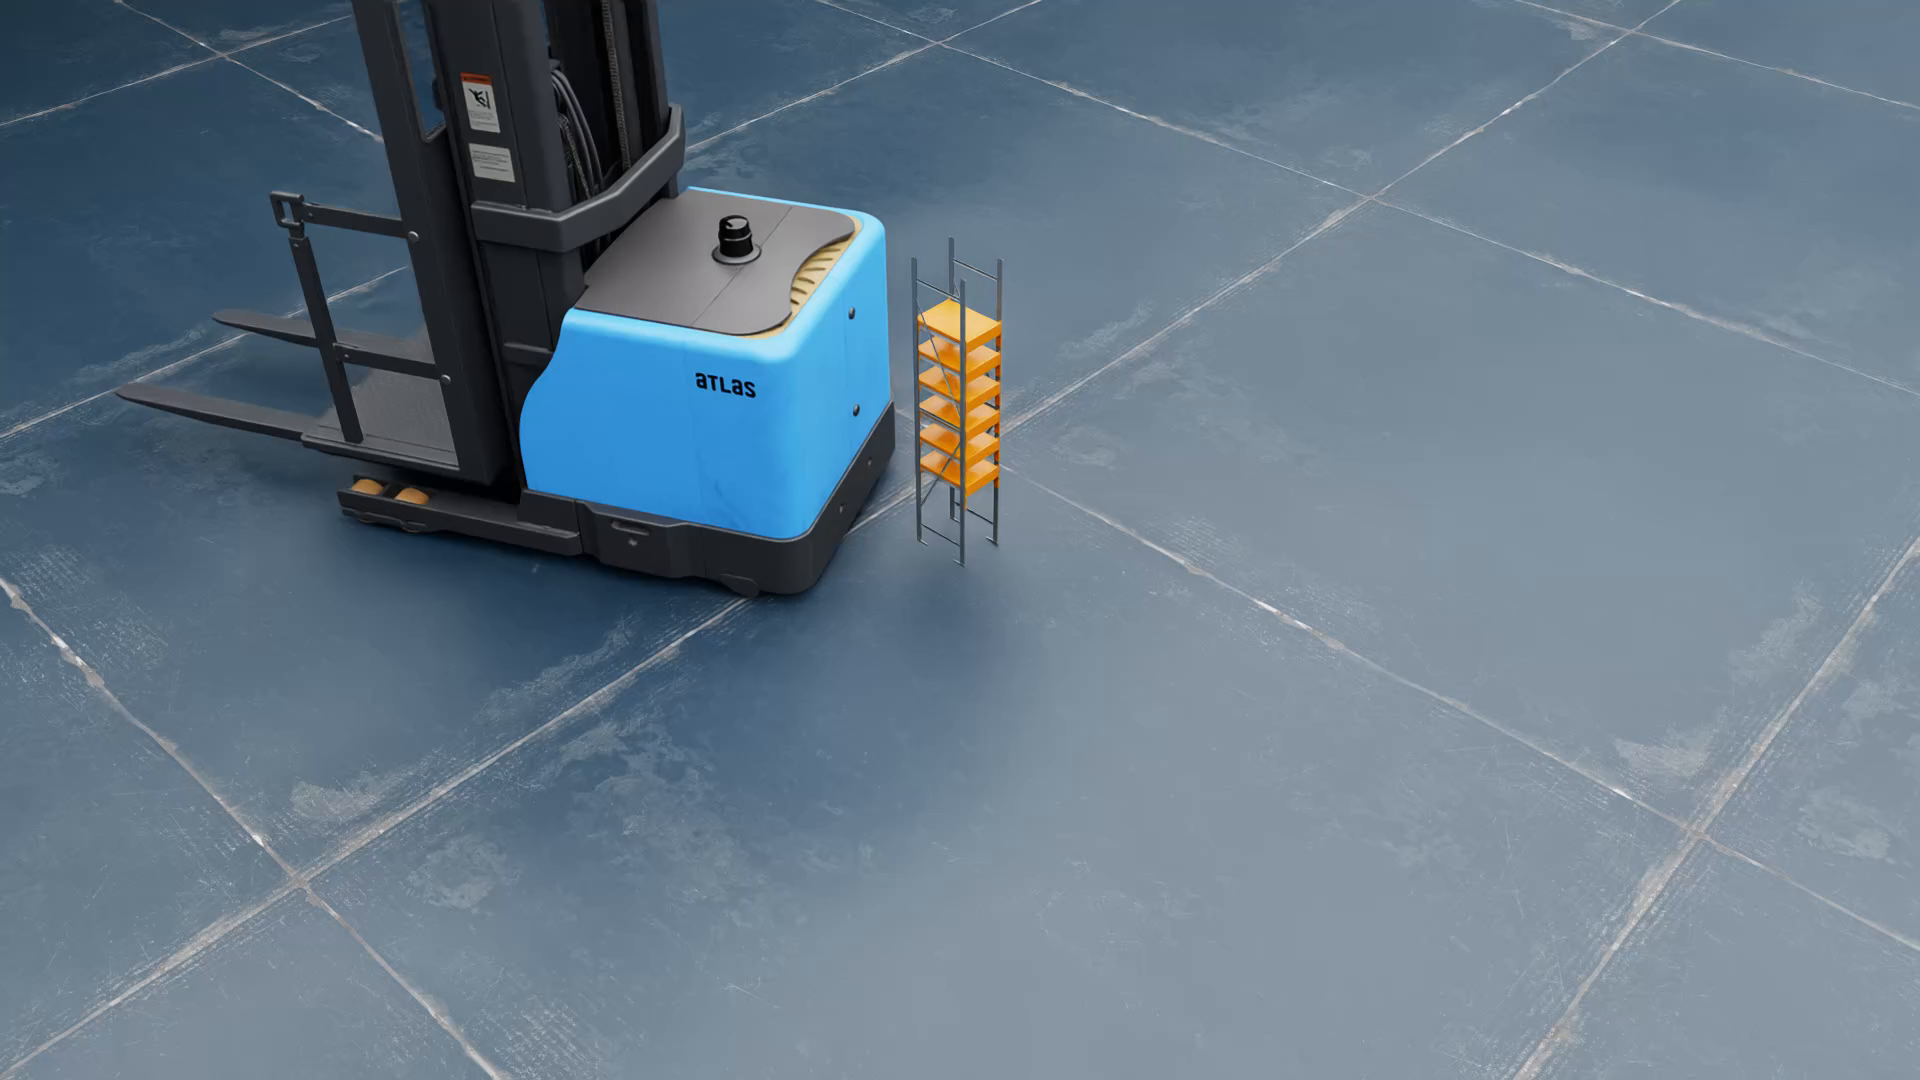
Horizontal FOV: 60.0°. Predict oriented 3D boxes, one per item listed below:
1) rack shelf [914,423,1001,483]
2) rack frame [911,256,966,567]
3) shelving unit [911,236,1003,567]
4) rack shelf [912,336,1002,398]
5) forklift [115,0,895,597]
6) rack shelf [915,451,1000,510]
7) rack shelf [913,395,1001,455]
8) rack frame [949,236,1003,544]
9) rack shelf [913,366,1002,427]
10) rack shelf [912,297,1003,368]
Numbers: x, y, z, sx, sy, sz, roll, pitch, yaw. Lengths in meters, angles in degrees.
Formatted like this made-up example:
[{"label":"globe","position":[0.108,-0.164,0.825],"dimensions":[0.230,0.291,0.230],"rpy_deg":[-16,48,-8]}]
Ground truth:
[{"label":"rack shelf","position":[-0.010,-0.334,5.971],"dimensions":[0.258,0.103,0.180],"rpy_deg":[30,47,32]},{"label":"rack frame","position":[-0.071,-0.421,5.815],"dimensions":[0.240,1.200,0.006],"rpy_deg":[30,47,32]},{"label":"shelving unit","position":[-0.010,-0.463,5.868],"dimensions":[0.258,1.200,0.189],"rpy_deg":[30,47,32]},{"label":"rack shelf","position":[-0.010,-0.616,5.746],"dimensions":[0.258,0.103,0.180],"rpy_deg":[30,47,32]},{"label":"forklift","position":[-1.831,-1.476,5.751],"dimensions":[3.031,2.935,1.130],"rpy_deg":[11,40,14]},{"label":"rack shelf","position":[-0.010,-0.240,6.045],"dimensions":[0.258,0.103,0.180],"rpy_deg":[30,47,32]},{"label":"rack shelf","position":[-0.010,-0.428,5.896],"dimensions":[0.258,0.103,0.180],"rpy_deg":[30,47,32]},{"label":"rack frame","position":[0.052,-0.505,5.921],"dimensions":[0.240,1.200,0.006],"rpy_deg":[30,47,32]},{"label":"rack shelf","position":[-0.010,-0.522,5.821],"dimensions":[0.258,0.103,0.180],"rpy_deg":[30,47,32]},{"label":"rack shelf","position":[-0.010,-0.710,5.672],"dimensions":[0.258,0.103,0.180],"rpy_deg":[30,47,32]}]
